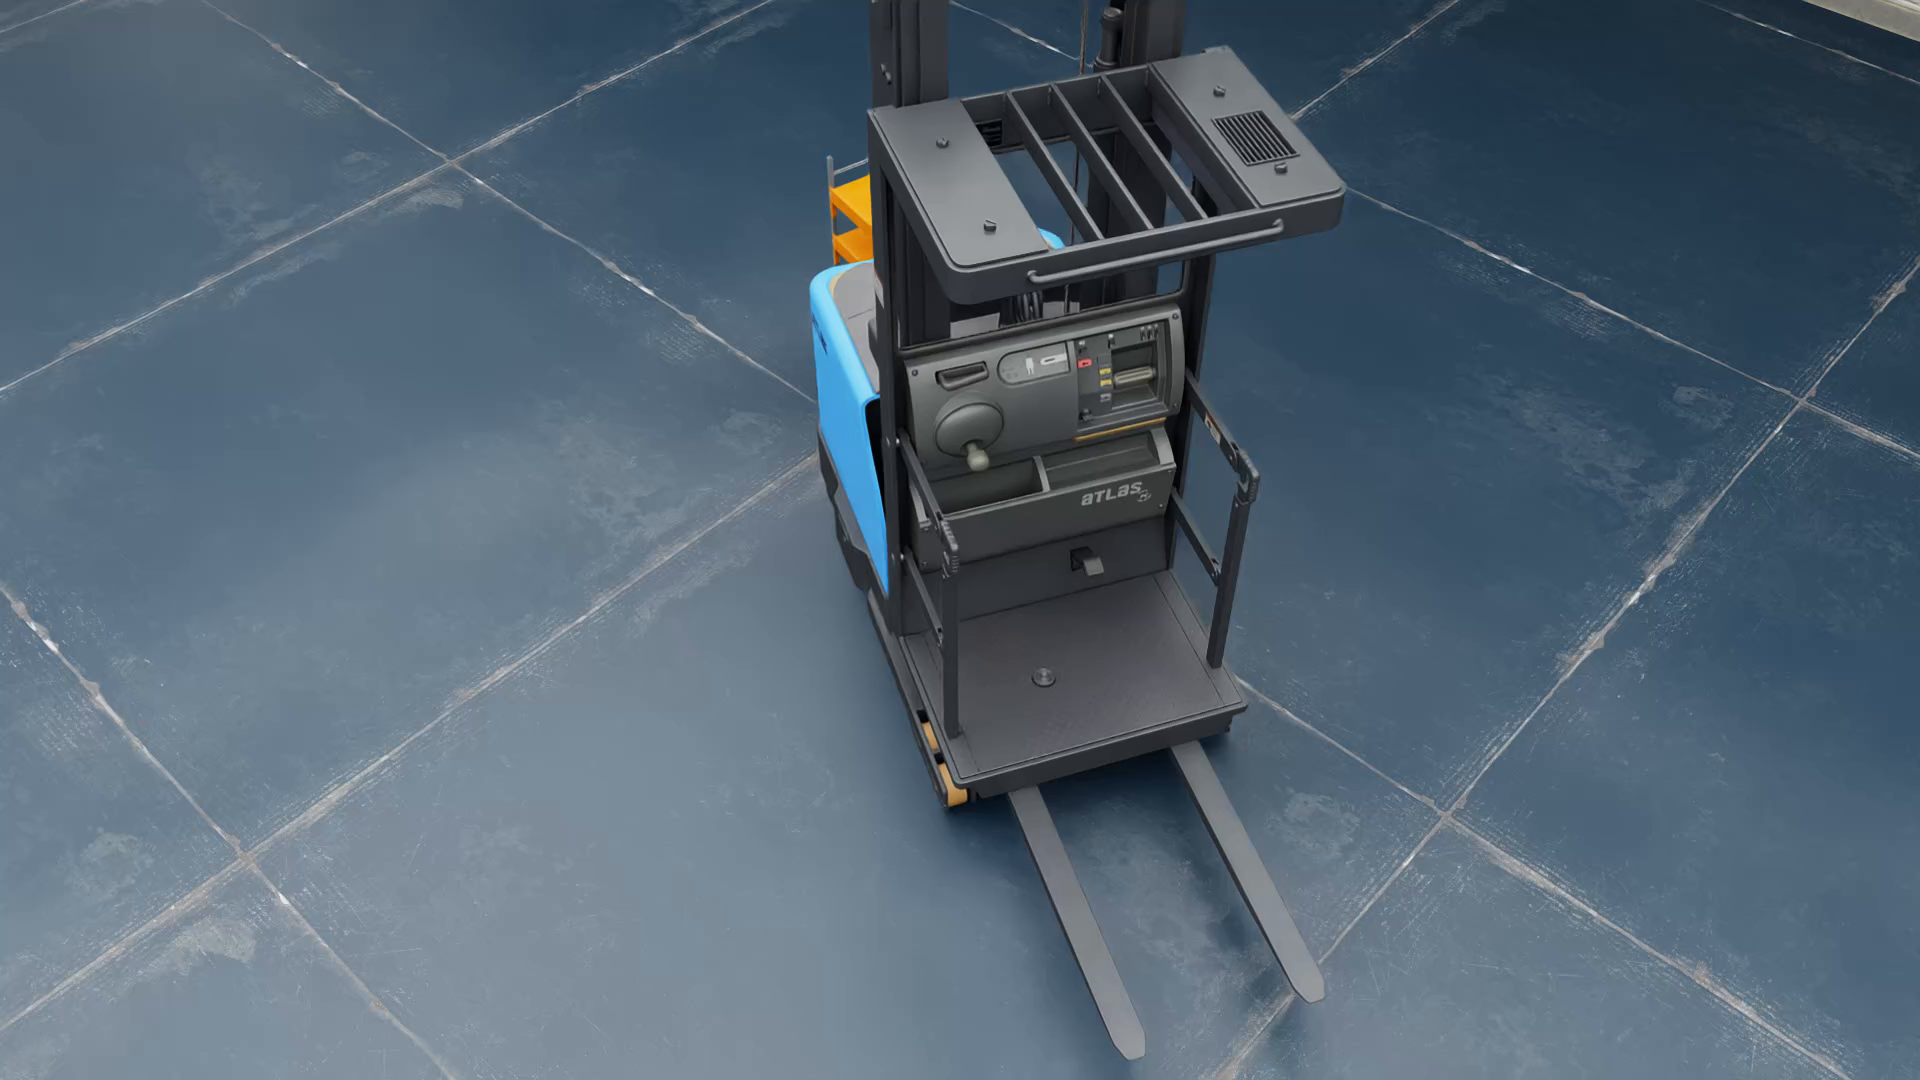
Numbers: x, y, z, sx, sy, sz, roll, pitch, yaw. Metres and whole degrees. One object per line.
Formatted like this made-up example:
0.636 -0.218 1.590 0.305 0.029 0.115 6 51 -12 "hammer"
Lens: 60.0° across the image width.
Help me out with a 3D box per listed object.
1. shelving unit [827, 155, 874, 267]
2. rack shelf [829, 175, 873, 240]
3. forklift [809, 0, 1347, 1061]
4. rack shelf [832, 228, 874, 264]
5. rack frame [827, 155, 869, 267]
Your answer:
-0.293 -1.020 6.994 0.258 1.200 0.503 -27 52 -23 "shelving unit"
-0.293 -1.289 6.707 0.258 0.148 0.480 -27 52 -23 "rack shelf"
0.354 -0.388 5.212 1.130 2.935 3.031 -14 48 -12 "forklift"
-0.293 -1.128 6.880 0.258 0.148 0.480 -27 52 -23 "rack shelf"
-0.431 -1.167 7.131 0.240 1.200 0.015 -27 52 -23 "rack frame"
